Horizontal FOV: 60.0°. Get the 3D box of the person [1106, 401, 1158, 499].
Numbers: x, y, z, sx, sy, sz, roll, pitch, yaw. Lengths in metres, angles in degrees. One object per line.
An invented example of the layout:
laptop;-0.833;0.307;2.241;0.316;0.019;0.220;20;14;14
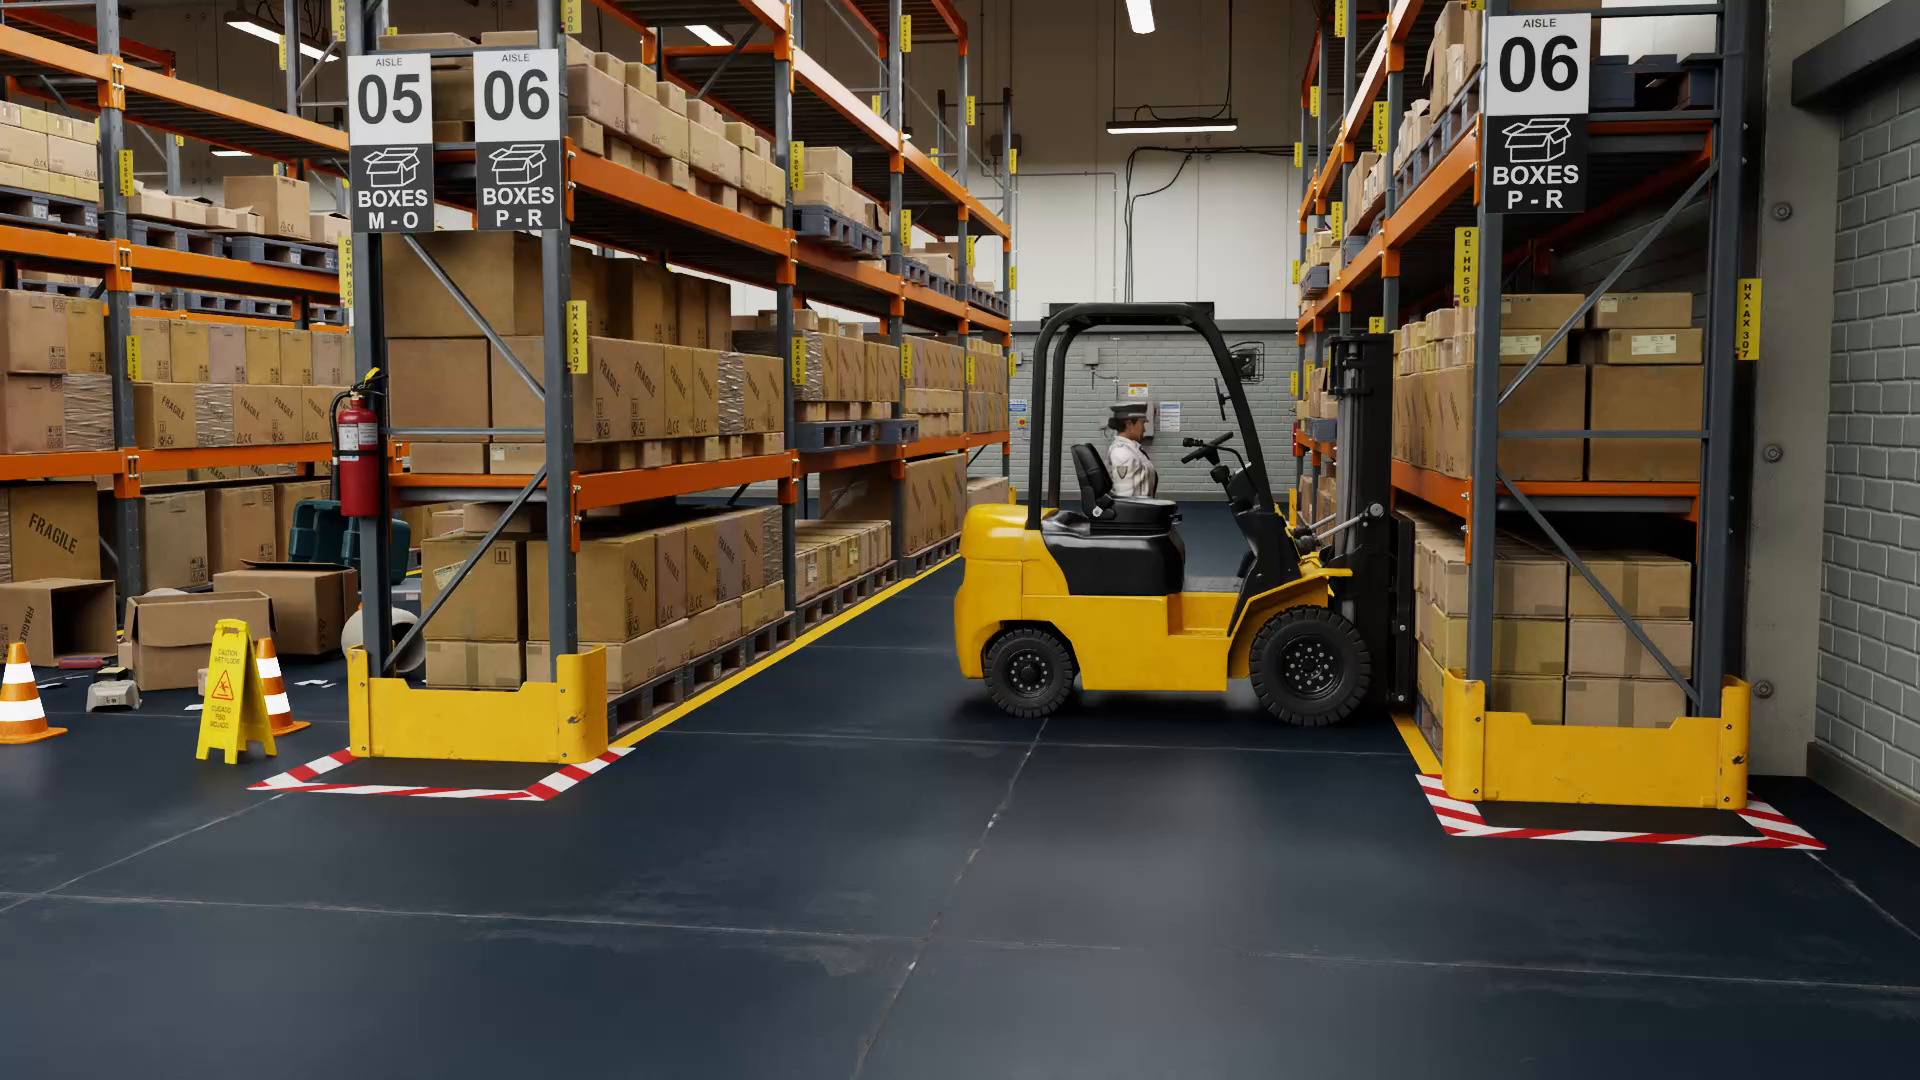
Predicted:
person;1.098;-0.055;10.679;0.328;1.661;0.469;1;5;10
